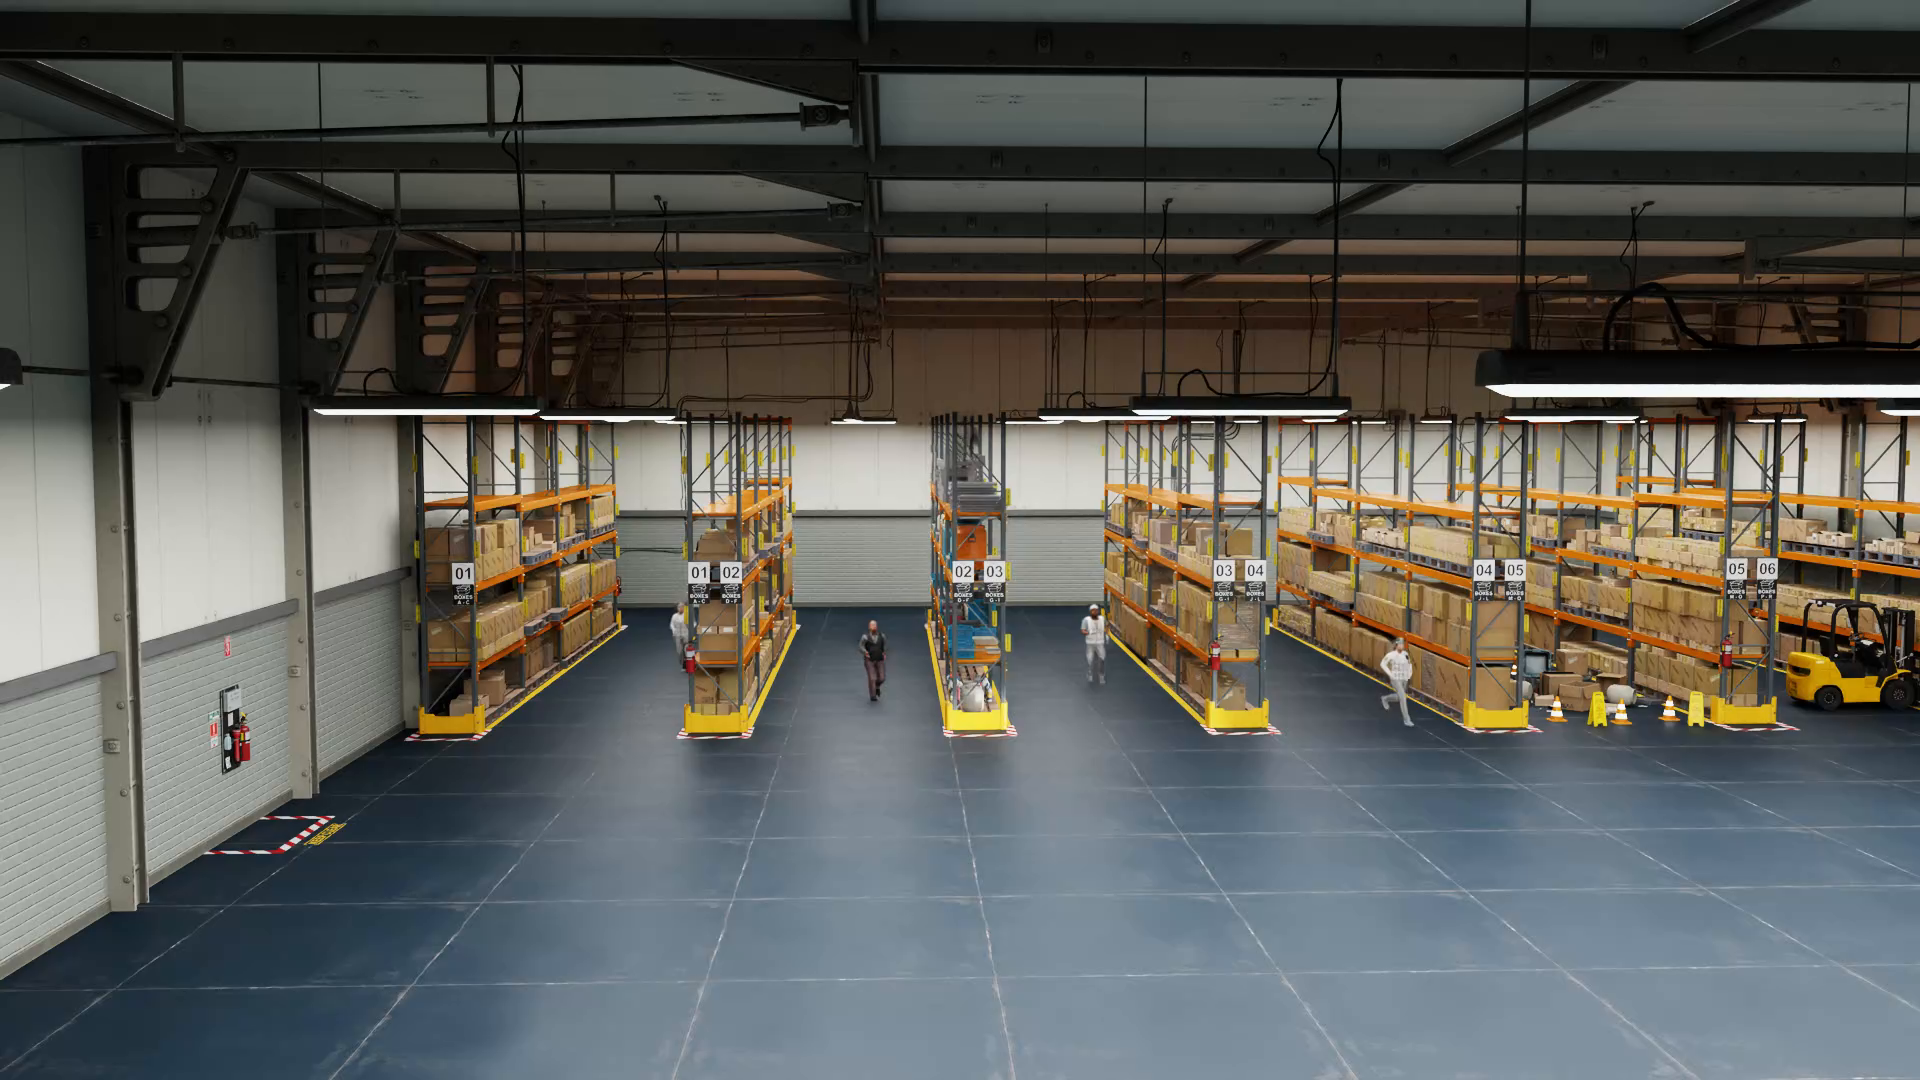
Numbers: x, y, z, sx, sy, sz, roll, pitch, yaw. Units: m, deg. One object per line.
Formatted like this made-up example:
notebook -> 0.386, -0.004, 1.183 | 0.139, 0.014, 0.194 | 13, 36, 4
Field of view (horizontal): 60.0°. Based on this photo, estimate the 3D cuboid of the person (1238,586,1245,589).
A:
person -> 7.984, 1.748, 46.371 | 0.595, 1.679, 0.804 | 0, 4, 4

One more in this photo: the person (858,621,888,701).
person -> -1.790, 2.522, 34.707 | 0.656, 1.673, 0.603 | -1, 4, -15

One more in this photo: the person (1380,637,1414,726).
person -> 8.491, 2.715, 32.240 | 0.591, 1.694, 1.026 | -2, 4, -27

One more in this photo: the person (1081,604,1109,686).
person -> 3.001, 2.333, 36.831 | 0.667, 1.824, 0.739 | 0, 4, -5

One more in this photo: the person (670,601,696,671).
person -> -6.481, 2.251, 38.767 | 0.589, 1.653, 0.528 | 0, 4, 1
